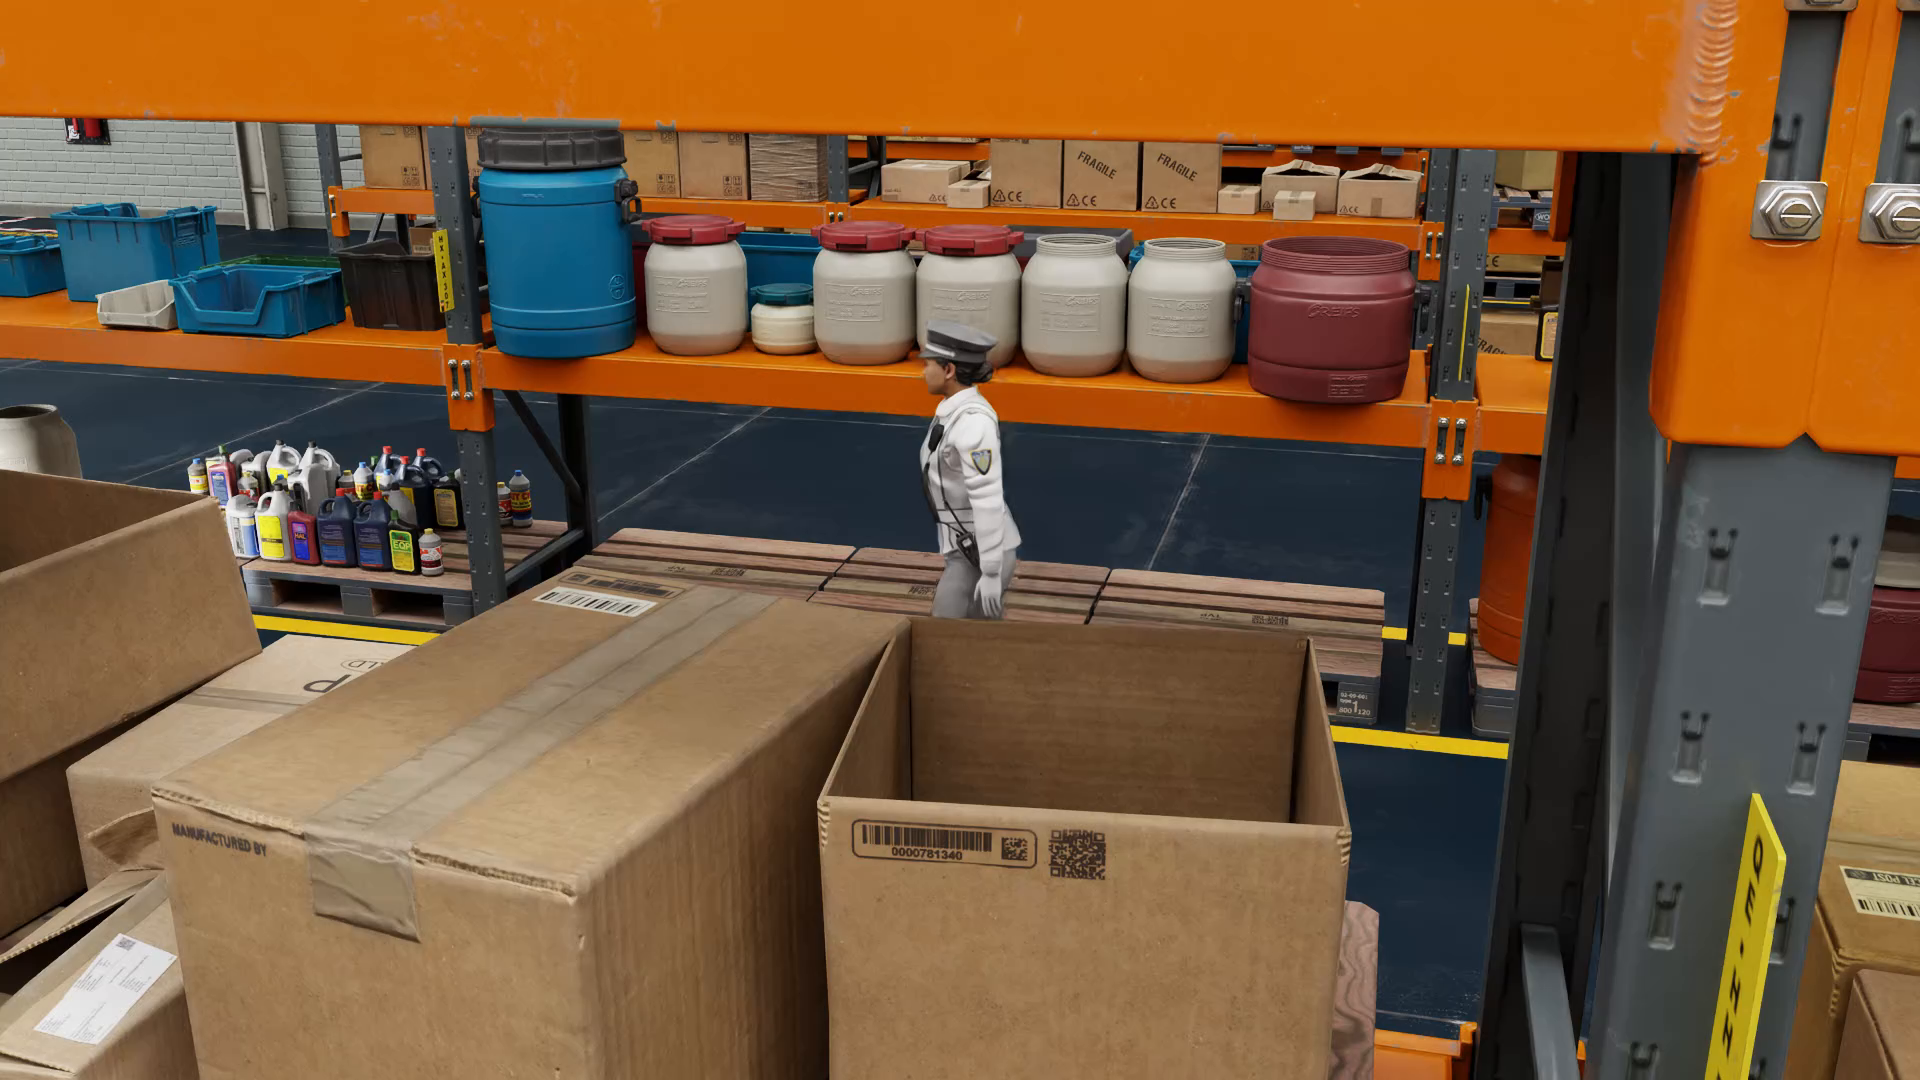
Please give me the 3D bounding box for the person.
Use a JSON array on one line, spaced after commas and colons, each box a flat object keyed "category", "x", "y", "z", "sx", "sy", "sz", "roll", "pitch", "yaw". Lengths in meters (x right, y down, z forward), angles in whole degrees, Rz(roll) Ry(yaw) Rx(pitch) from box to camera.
[{"category": "person", "x": 0.091, "y": 0.061, "z": 5.820, "sx": 0.469, "sy": 1.667, "sz": 0.527, "roll": -1, "pitch": 18, "yaw": -2}]
